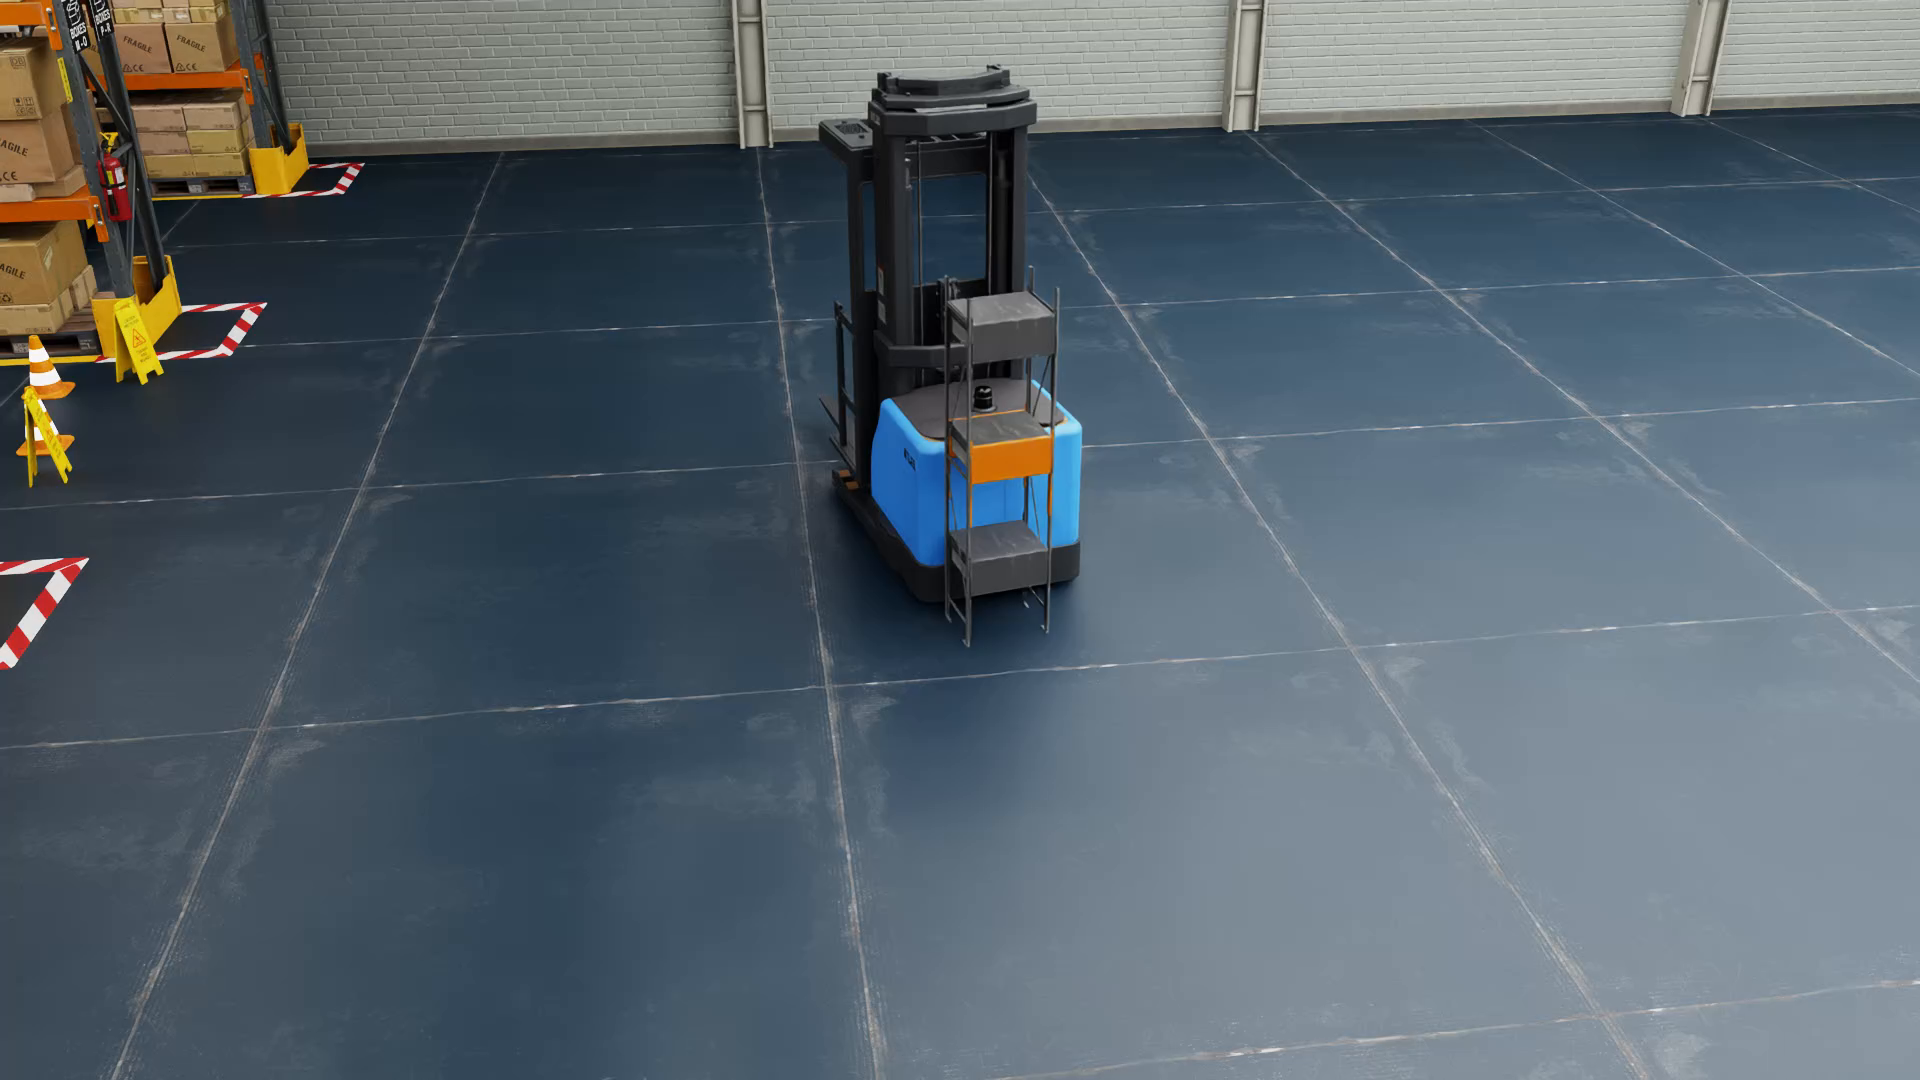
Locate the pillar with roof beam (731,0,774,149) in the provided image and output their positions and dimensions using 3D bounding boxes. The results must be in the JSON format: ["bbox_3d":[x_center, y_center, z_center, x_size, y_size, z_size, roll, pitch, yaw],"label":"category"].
[{"bbox_3d":[-1.851,-6.815,14.174,0.400,9.000,9.100,-4,27,-7],"label":"pillar with roof beam"}]

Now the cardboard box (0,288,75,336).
[{"bbox_3d":[-7.668,-1.892,13.704,0.500,0.250,0.500,-4,27,-7],"label":"cardboard box"}]

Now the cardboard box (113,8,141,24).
[{"bbox_3d":[-8.643,-5.502,17.368,0.250,0.149,0.380,-4,27,-7],"label":"cardboard box"}]

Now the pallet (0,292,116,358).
[{"bbox_3d":[-7.766,-1.822,14.070,1.213,0.211,1.003,-4,27,-7],"label":"pallet"}]

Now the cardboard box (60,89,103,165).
[{"bbox_3d":[-7.389,-3.375,13.607,0.500,0.500,0.500,-4,27,-8],"label":"cardboard box"}]

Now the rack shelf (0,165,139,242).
[{"bbox_3d":[-8.862,-2.656,13.429,4.000,0.370,1.077,-4,27,-7],"label":"rack shelf"}]

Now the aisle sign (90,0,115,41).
[{"bbox_3d":[-6.864,-4.404,13.200,0.004,0.787,0.394,-4,27,-7],"label":"aisle sign"}]

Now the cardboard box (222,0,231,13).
[{"bbox_3d":[-7.949,-5.776,17.901,0.250,0.149,0.380,-4,27,-8],"label":"cardboard box"}]

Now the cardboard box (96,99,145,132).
[{"bbox_3d":[-8.993,-4.513,17.717,0.500,0.250,0.500,-3,27,-6],"label":"cardboard box"}]

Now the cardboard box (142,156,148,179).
[{"bbox_3d":[-8.989,-4.083,17.973,0.500,0.250,0.500,-3,27,-7],"label":"cardboard box"}]

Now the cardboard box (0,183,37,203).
[{"bbox_3d":[-7.458,-2.805,13.206,0.250,0.149,0.380,-4,27,-8],"label":"cardboard box"}]

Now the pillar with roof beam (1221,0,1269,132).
[{"bbox_3d":[4.091,-7.196,14.918,0.400,9.000,9.100,-4,27,-7],"label":"pillar with roof beam"}]

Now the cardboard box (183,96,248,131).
[{"bbox_3d":[-7.990,-4.585,17.857,0.500,0.250,0.500,-3,27,-5],"label":"cardboard box"}]

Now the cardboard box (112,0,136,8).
[{"bbox_3d":[-8.654,-5.654,17.337,0.250,0.149,0.380,-4,27,-7],"label":"cardboard box"}]

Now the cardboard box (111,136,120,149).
[{"bbox_3d":[-9.022,-4.291,17.832,0.500,0.250,0.500,-4,27,-8],"label":"cardboard box"}]

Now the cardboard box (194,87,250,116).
[{"bbox_3d":[-8.079,-4.810,18.296,0.500,0.250,0.500,-4,27,-8],"label":"cardboard box"}]

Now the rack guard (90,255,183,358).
[{"bbox_3d":[-6.957,-1.986,14.074,0.348,0.500,1.175,-4,27,-7],"label":"rack guard"}]

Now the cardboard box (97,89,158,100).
[{"bbox_3d":[-9.070,-4.750,18.178,0.500,0.250,0.500,-4,27,-7],"label":"cardboard box"}]

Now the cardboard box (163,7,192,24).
[{"bbox_3d":[-8.130,-5.502,17.367,0.250,0.149,0.380,-3,27,-6],"label":"cardboard box"}]

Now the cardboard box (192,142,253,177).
[{"bbox_3d":[-7.998,-4.138,18.080,0.500,0.250,0.500,-3,27,-7],"label":"cardboard box"}]

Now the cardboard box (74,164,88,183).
[{"bbox_3d":[-7.247,-3.064,13.710,0.250,0.149,0.380,-4,27,-7],"label":"cardboard box"}]

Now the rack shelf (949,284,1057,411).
[{"bbox_3d":[0.218,-1.043,8.975,0.480,0.518,0.431,-9,29,-17],"label":"rack shelf"}]

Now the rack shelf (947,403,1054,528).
[{"bbox_3d":[0.216,-0.422,9.299,0.480,0.518,0.431,-9,29,-17],"label":"rack shelf"}]

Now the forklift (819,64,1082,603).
[{"bbox_3d":[-0.231,-1.586,10.630,1.130,2.935,3.031,-9,29,-17],"label":"forklift"}]

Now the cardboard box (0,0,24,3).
[{"bbox_3d":[-7.196,-4.177,12.594,0.250,0.149,0.380,-4,27,-7],"label":"cardboard box"}]

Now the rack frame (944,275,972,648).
[{"bbox_3d":[-0.014,-0.397,9.221,0.015,2.100,0.400,-9,29,-17],"label":"rack frame"}]

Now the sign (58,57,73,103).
[{"bbox_3d":[-6.824,-3.507,12.684,0.005,0.325,0.100,-4,27,-7],"label":"sign"}]

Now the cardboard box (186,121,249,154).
[{"bbox_3d":[-8.015,-4.361,17.967,0.500,0.250,0.500,-4,27,-8],"label":"cardboard box"}]

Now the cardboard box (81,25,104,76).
[{"bbox_3d":[-9.050,-5.180,17.450,0.500,0.500,0.500,-4,27,-8],"label":"cardboard box"}]

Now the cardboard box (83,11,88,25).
[{"bbox_3d":[-9.148,-5.439,17.244,0.250,0.149,0.380,-3,27,-7],"label":"cardboard box"}]

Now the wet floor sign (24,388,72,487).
[{"bbox_3d":[-6.339,-0.721,11.449,0.232,0.644,0.267,-8,28,-16],"label":"wet floor sign"}]

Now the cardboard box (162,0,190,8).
[{"bbox_3d":[-8.142,-5.665,17.358,0.250,0.149,0.380,-4,27,-7],"label":"cardboard box"}]

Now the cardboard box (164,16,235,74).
[{"bbox_3d":[-8.028,-5.241,17.570,0.500,0.500,0.500,-4,27,-8],"label":"cardboard box"}]

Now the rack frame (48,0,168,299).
[{"bbox_3d":[-6.882,-3.103,13.512,0.127,3.000,1.000,-4,27,-7],"label":"rack frame"}]

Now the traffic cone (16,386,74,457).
[{"bbox_3d":[-6.637,-0.884,11.966,0.334,0.463,0.336,-4,27,-7],"label":"traffic cone"}]

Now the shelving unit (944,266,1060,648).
[{"bbox_3d":[0.217,-0.434,9.292,0.503,2.100,0.431,-9,29,-17],"label":"shelving unit"}]

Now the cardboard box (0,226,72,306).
[{"bbox_3d":[-7.639,-2.232,13.544,0.500,0.500,0.500,-4,27,-7],"label":"cardboard box"}]
